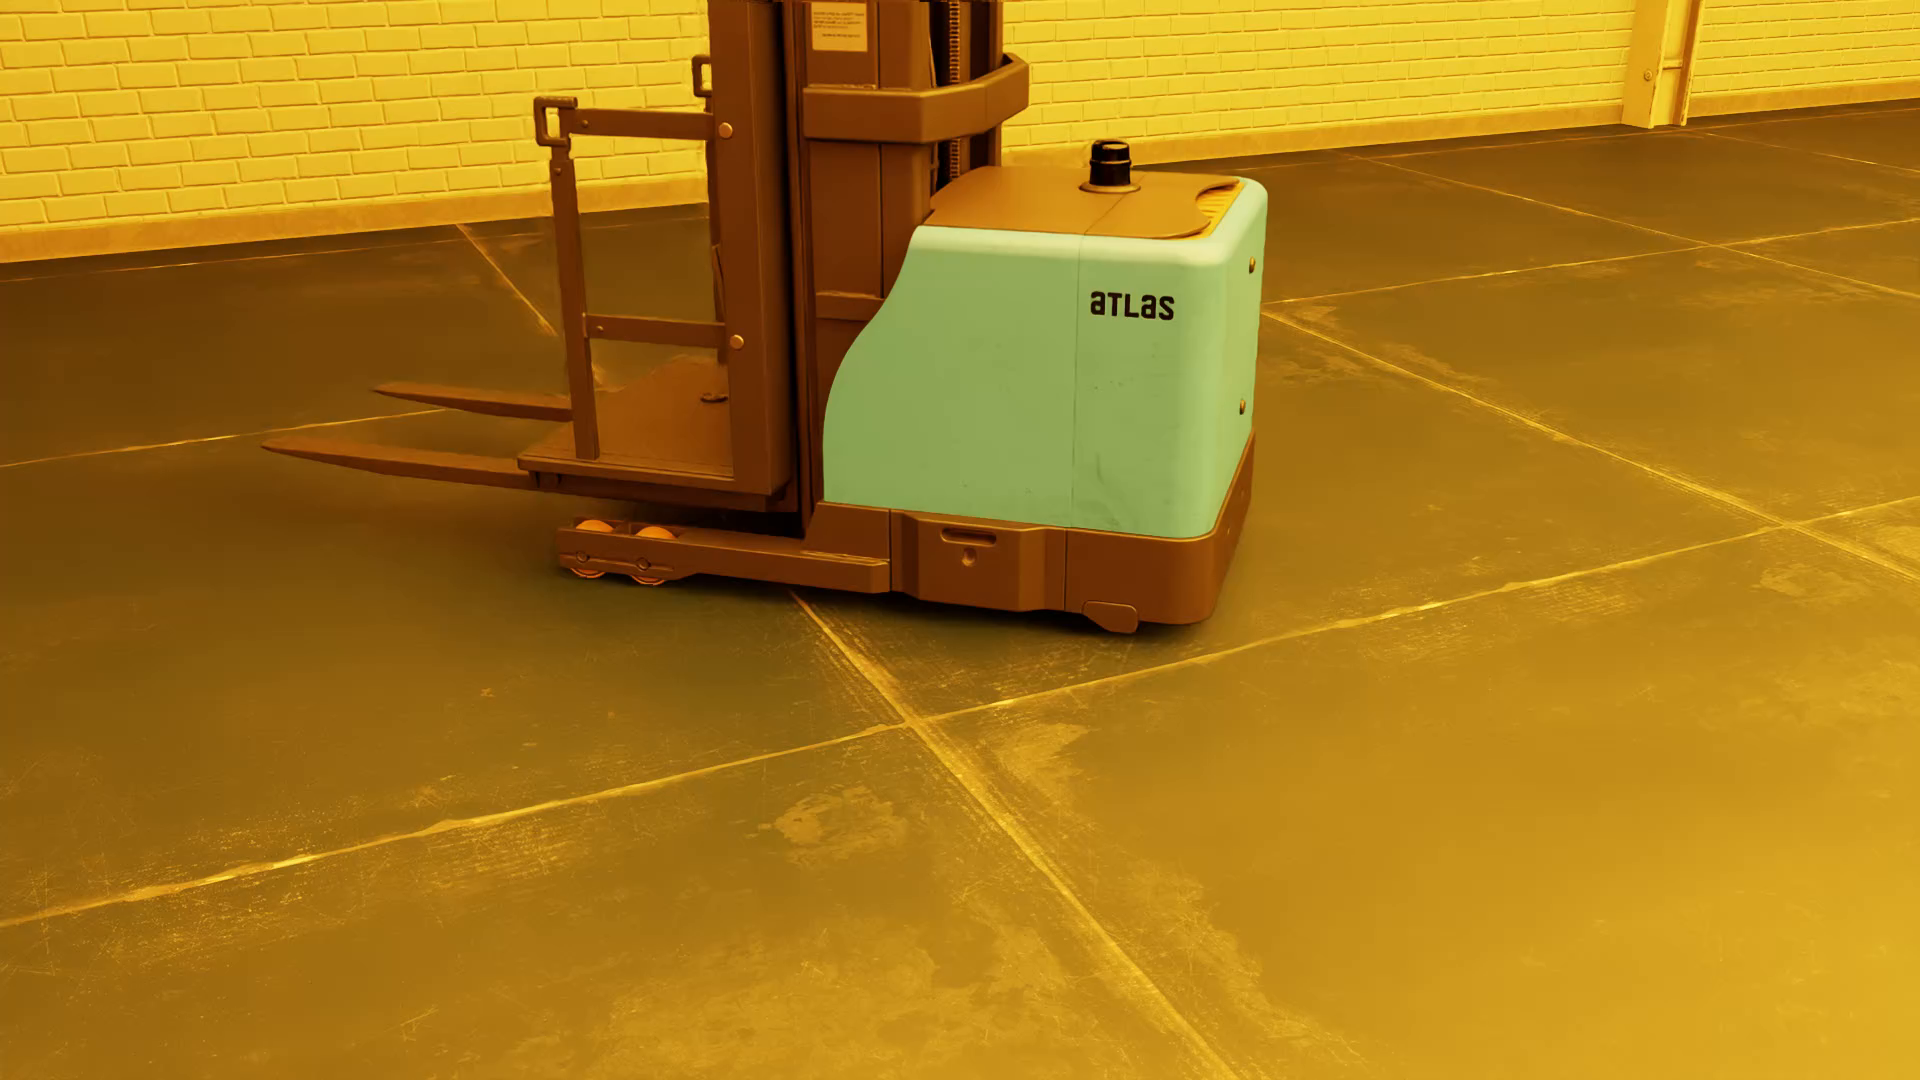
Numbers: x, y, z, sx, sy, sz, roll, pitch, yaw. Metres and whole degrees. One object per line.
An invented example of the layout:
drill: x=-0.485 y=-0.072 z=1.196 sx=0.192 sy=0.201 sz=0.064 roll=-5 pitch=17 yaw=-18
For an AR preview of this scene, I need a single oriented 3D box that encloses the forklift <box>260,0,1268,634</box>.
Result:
forklift: x=-0.665 y=-1.408 z=4.676 sx=3.031 sy=2.935 sz=1.130 roll=6 pitch=23 yaw=15
